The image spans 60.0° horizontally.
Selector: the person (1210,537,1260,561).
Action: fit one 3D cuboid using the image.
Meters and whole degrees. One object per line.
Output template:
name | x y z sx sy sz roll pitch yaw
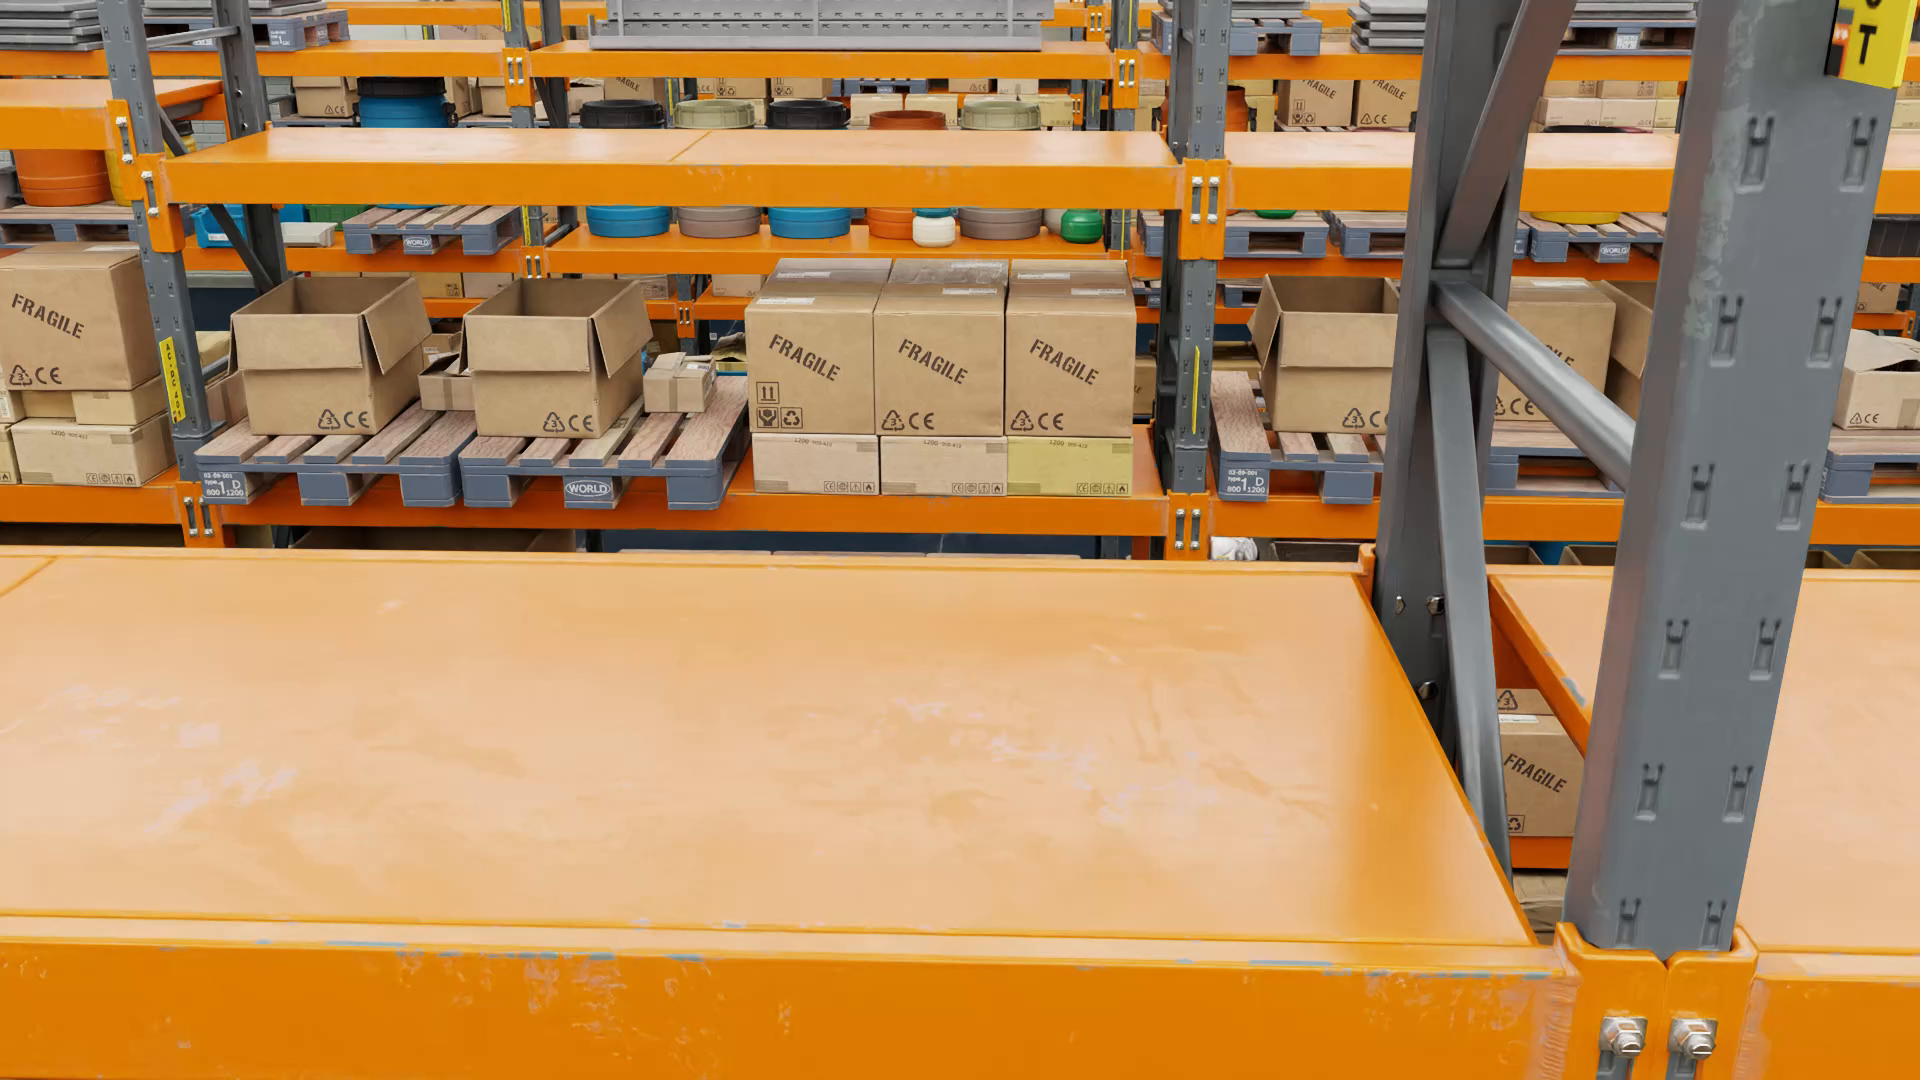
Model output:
person | 1.696 0.437 10.550 0.621 1.735 0.554 8 22 20
